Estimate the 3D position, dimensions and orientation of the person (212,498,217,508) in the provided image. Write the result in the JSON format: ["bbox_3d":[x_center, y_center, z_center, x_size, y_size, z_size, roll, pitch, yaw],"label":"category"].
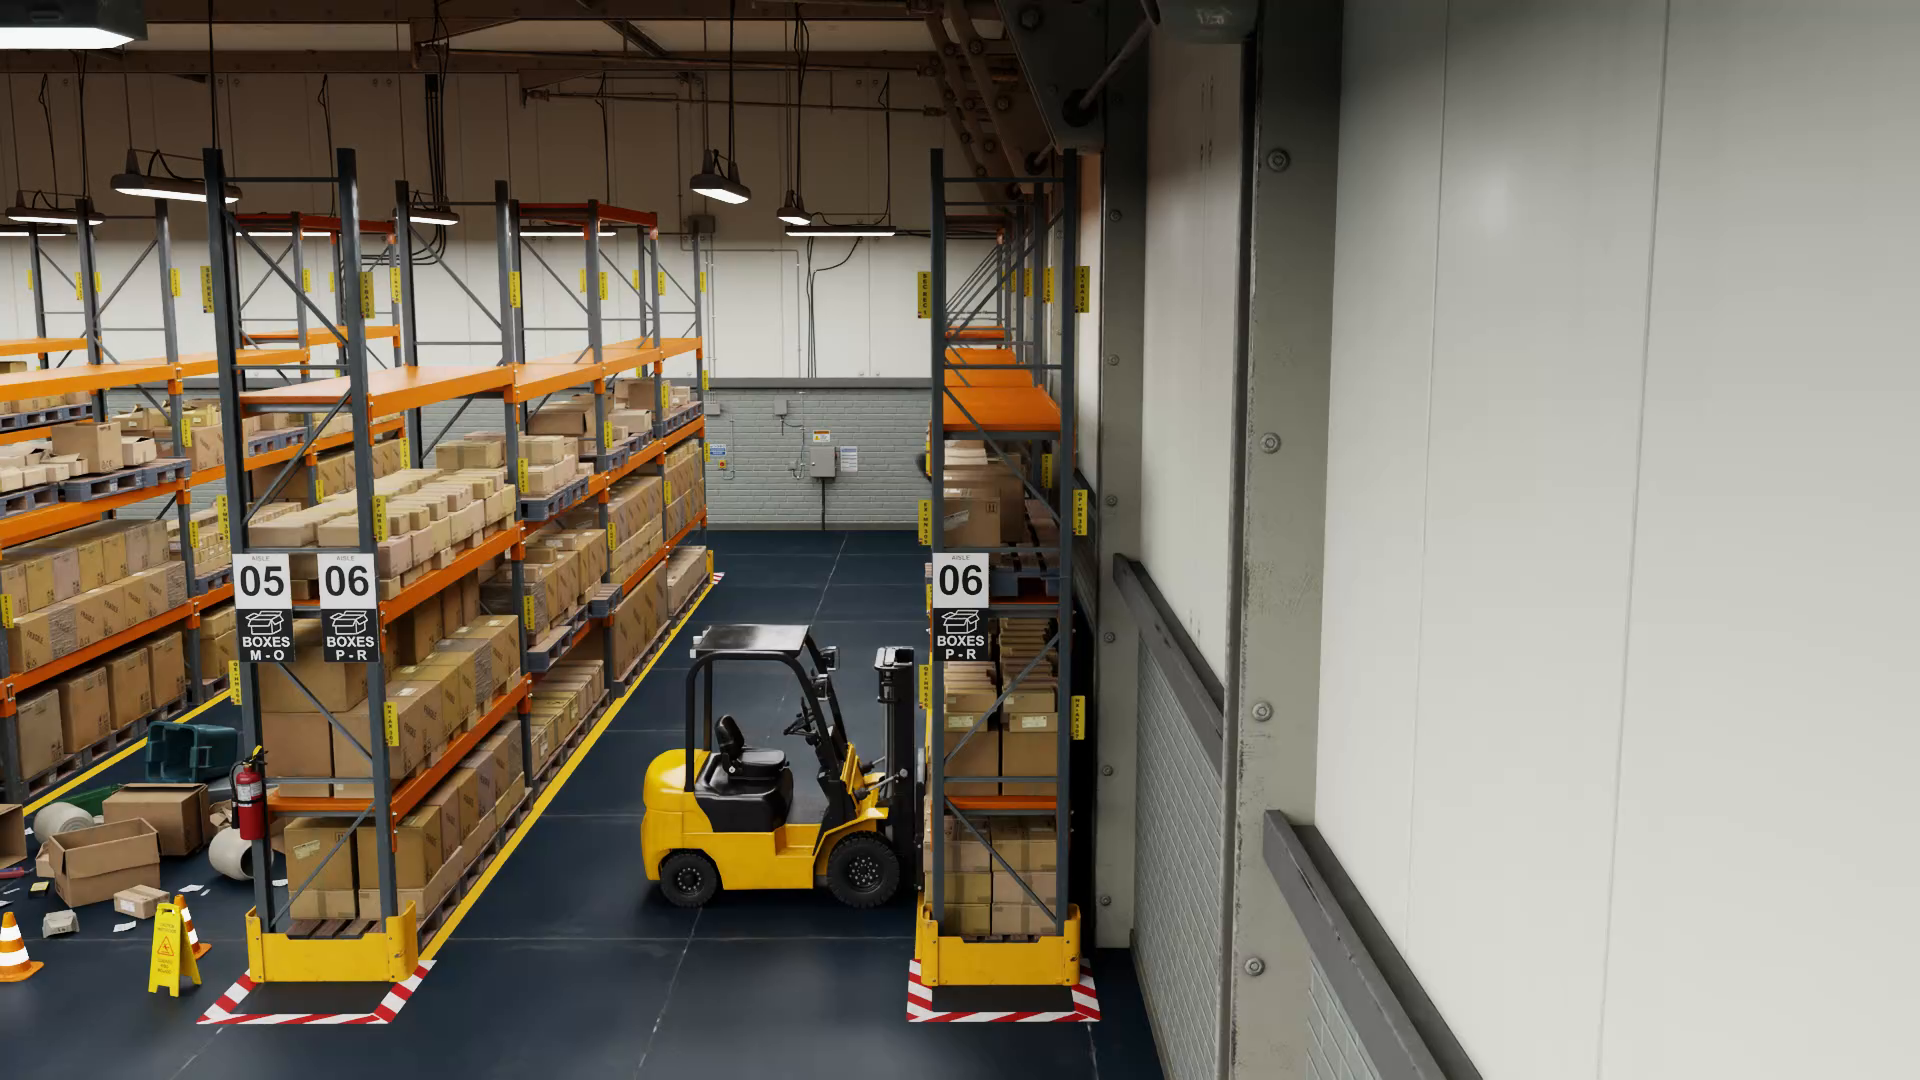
[{"bbox_3d":[-11.525,0.189,26.017,0.583,1.711,0.836,1,9,6],"label":"person"}]
